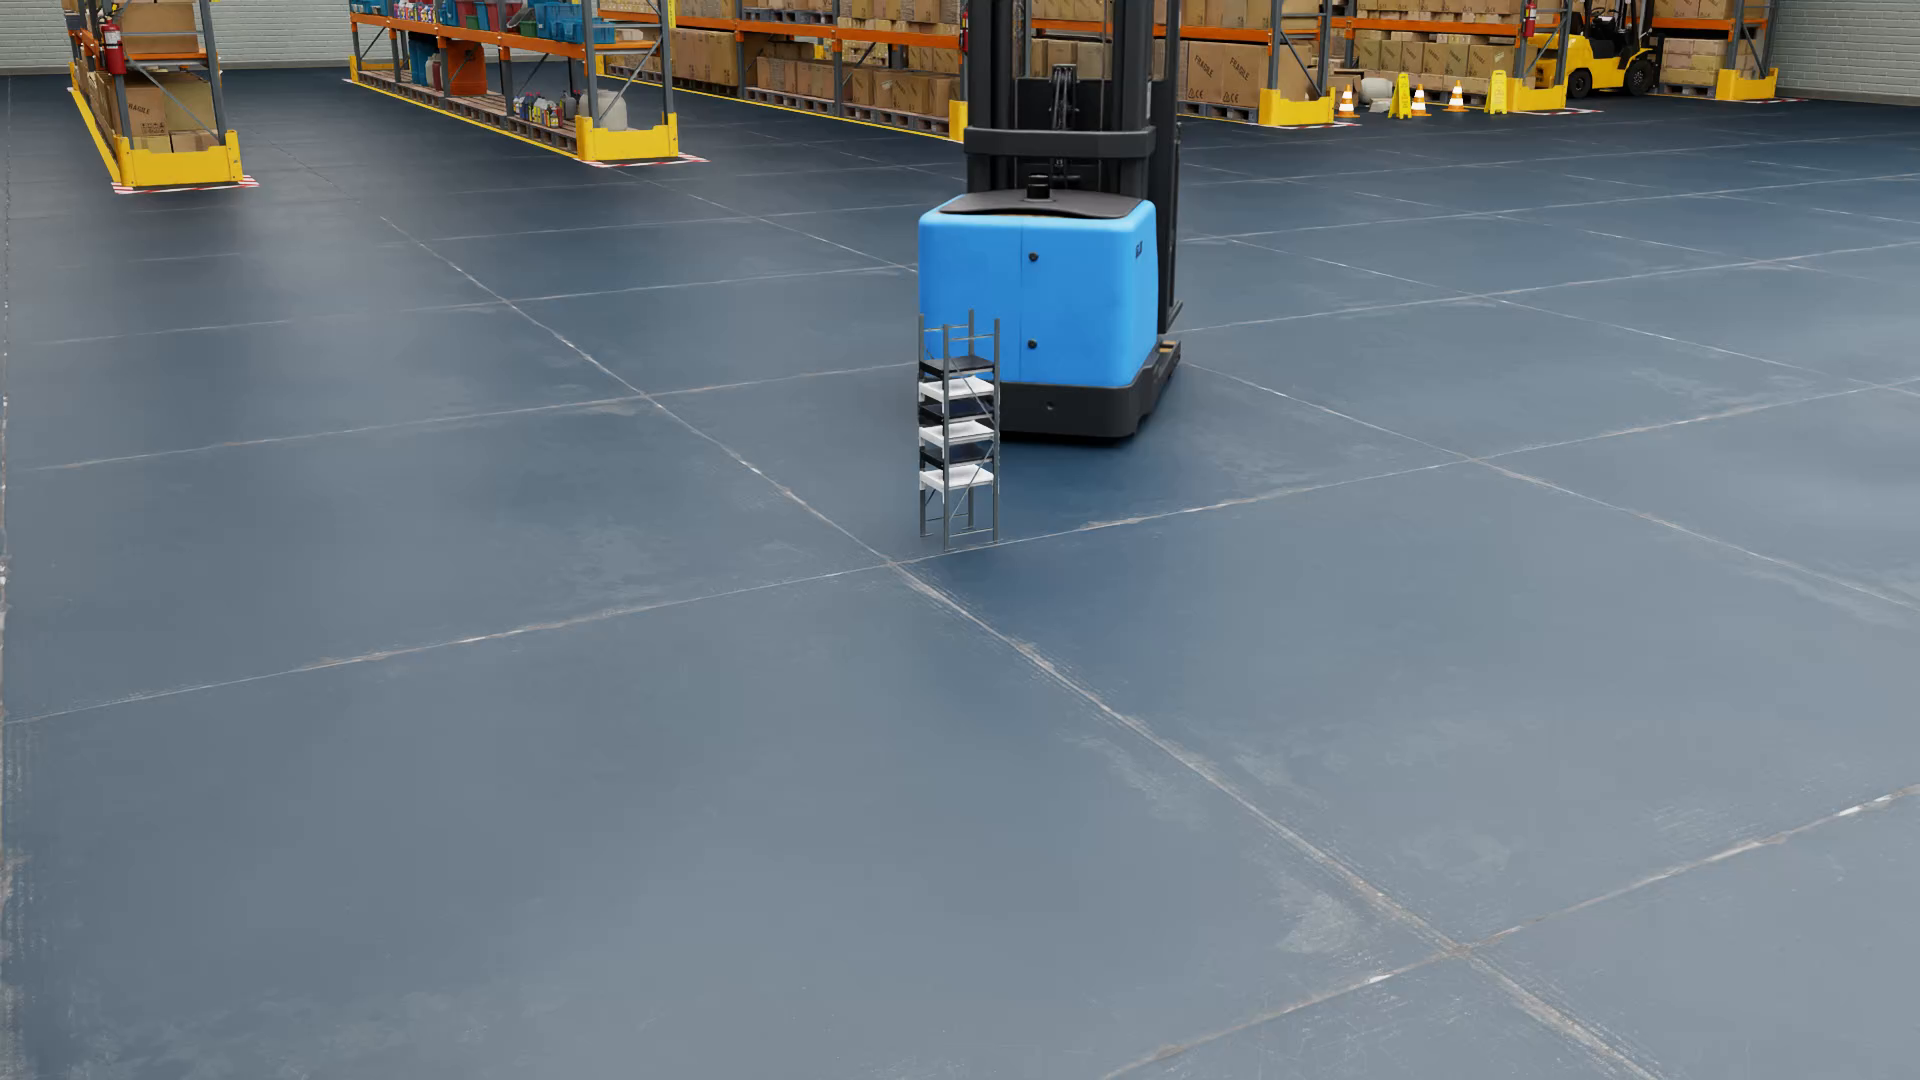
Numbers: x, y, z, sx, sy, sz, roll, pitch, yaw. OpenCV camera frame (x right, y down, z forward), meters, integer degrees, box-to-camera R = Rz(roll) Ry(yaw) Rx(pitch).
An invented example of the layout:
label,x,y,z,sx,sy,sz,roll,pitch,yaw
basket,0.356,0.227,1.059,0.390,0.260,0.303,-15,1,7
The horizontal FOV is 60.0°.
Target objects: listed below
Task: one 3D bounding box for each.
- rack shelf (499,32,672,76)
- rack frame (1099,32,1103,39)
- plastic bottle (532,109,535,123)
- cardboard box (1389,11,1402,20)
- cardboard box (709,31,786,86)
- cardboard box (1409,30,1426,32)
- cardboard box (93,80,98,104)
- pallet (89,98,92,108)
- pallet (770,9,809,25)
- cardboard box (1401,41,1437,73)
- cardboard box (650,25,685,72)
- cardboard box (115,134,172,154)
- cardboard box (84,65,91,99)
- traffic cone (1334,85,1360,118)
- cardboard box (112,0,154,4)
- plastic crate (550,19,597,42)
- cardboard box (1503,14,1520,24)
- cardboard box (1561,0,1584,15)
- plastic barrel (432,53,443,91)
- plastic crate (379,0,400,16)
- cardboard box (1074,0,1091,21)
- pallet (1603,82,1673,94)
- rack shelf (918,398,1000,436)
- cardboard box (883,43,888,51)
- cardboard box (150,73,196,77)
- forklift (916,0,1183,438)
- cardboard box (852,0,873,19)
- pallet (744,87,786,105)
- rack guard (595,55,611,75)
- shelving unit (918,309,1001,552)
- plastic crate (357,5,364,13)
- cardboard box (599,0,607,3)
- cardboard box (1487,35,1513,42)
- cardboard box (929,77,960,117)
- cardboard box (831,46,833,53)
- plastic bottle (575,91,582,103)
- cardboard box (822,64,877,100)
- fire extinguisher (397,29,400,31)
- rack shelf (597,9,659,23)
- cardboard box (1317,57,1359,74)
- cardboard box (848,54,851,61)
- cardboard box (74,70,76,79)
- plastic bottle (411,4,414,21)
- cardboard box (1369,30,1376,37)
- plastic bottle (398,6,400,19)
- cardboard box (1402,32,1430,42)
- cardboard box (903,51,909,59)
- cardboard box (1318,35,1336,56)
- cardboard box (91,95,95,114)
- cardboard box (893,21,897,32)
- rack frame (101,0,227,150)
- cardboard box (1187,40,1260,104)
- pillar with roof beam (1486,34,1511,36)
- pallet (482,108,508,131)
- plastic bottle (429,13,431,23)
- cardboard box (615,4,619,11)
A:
label,x,y,z,sx,sy,sz,roll,pitch,yaw
rack shelf,-4.841,-6.222,21.166,1.077,0.370,4.000,-10,21,-27
rack frame,3.491,-11.735,36.040,1.000,3.000,0.127,-10,21,-27
plastic bottle,-5.569,-5.586,21.837,0.097,0.201,0.097,0,19,0
cardboard box,7.562,-8.967,28.404,0.380,0.149,0.250,-9,21,-25
cardboard box,-3.640,-8.447,29.126,1.225,0.875,0.875,-11,22,-29
cardboard box,9.784,-10.878,35.751,0.380,0.149,0.250,-9,21,-24
cardboard box,-11.084,-5.897,21.836,0.500,0.311,0.500,-10,21,-27
pallet,-13.531,-7.120,26.943,1.003,0.211,1.213,-10,21,-27
pallet,-2.355,-8.399,26.667,1.003,0.211,1.213,-10,21,-27
cardboard box,7.842,-8.179,28.158,0.500,0.500,0.500,-9,21,-24
cardboard box,-5.473,-9.596,32.455,0.875,0.875,0.875,-10,21,-27
cardboard box,-8.767,-4.228,17.858,0.500,0.250,0.500,-10,21,-27
cardboard box,-13.202,-7.075,25.693,0.500,0.500,0.500,-11,22,-29
traffic cone,5.878,-6.667,25.244,0.336,0.463,0.334,-10,21,-27
cardboard box,-8.601,-5.656,17.275,0.380,0.149,0.250,-10,22,-28
plastic crate,-4.695,-6.202,20.234,0.499,0.251,0.408,-10,21,-27
cardboard box,8.823,-8.245,26.313,0.380,0.149,0.250,-9,21,-25
cardboard box,11.637,-10.088,31.113,0.500,0.500,0.500,-11,22,-28
plastic barrel,-8.473,-7.805,27.704,0.600,0.588,0.708,-10,21,-27
plastic crate,-10.111,-9.534,29.596,0.392,0.384,0.575,-10,21,-27
cardboard box,2.259,-8.943,27.797,0.500,0.500,0.500,-10,22,-27
pallet,12.581,-8.305,30.374,1.003,0.211,1.213,-10,21,-27
rack shelf,-0.004,-0.481,6.473,0.258,0.077,0.200,-10,21,-27
cardboard box,-1.372,-10.200,34.407,0.380,0.149,0.250,-10,21,-26
cardboard box,-9.271,-5.235,19.627,0.500,0.500,0.500,-10,21,-27
forklift,0.636,-2.310,8.833,1.130,2.935,3.031,5,20,13
cardboard box,-1.066,-7.803,24.038,0.875,0.500,0.500,-10,21,-27
pallet,-2.961,-7.509,28.068,1.003,0.211,1.213,-10,21,-27
rack guard,-7.141,-10.173,35.347,1.175,0.500,0.348,-10,21,-27
shelving unit,-0.004,-0.428,6.491,0.258,0.900,0.210,-10,21,-27
plastic crate,-11.260,-10.063,31.508,0.250,0.136,0.298,-10,21,-27
cardboard box,-7.140,-11.238,34.375,0.500,0.250,0.500,-11,22,-28
cardboard box,10.678,-9.872,33.637,0.875,0.625,0.625,-11,22,-29
cardboard box,-0.128,-6.120,22.957,0.500,0.500,0.500,-4,20,-12
cardboard box,-2.614,-10.801,36.606,0.380,0.149,0.250,-10,21,-27
plastic bottle,-5.140,-5.896,22.507,0.144,0.351,0.185,-11,22,-29
cardboard box,-1.704,-7.109,25.793,0.700,0.500,0.500,-12,22,-31
fire extinguisher,-11.160,-10.482,33.099,0.296,0.674,0.183,-10,21,-27
rack shelf,-6.180,-10.434,33.373,1.077,0.370,4.000,-10,21,-27
cardboard box,7.039,-8.545,30.180,0.950,0.372,0.625,-10,21,-26
cardboard box,-2.200,-10.457,36.063,0.380,0.149,0.250,-10,21,-27
cardboard box,-15.953,-8.501,30.366,0.380,0.149,0.250,-10,21,-27
plastic bottle,-9.078,-8.782,27.680,0.097,0.271,0.097,0,19,0
cardboard box,9.056,-10.938,35.926,0.380,0.149,0.250,-11,22,-28
plastic bottle,-9.610,-9.104,28.613,0.097,0.271,0.097,0,19,0
cardboard box,7.715,-8.518,28.144,0.380,0.149,0.250,-9,21,-24
cardboard box,-1.247,-9.972,34.201,0.380,0.149,0.250,-10,21,-26
cardboard box,8.384,-11.052,37.251,0.500,0.500,0.500,-11,22,-28
cardboard box,-11.821,-6.077,23.215,0.500,0.250,0.500,-11,22,-28
cardboard box,-0.711,-7.183,23.234,0.380,0.149,0.250,-10,21,-27
rack frame,-8.252,-5.222,17.165,1.000,3.000,0.127,-10,21,-27
cardboard box,4.081,-7.125,25.295,0.875,0.875,0.875,-10,22,-28
pillar with roof beam,7.381,-13.291,31.353,9.100,9.000,0.400,-10,21,-27
pallet,-6.198,-6.037,23.804,1.003,0.211,1.213,-10,21,-27
plastic bottle,-8.406,-8.343,26.514,0.097,0.201,0.097,0,19,0
cardboard box,-6.762,-10.781,33.663,0.380,0.149,0.250,-10,22,-28
